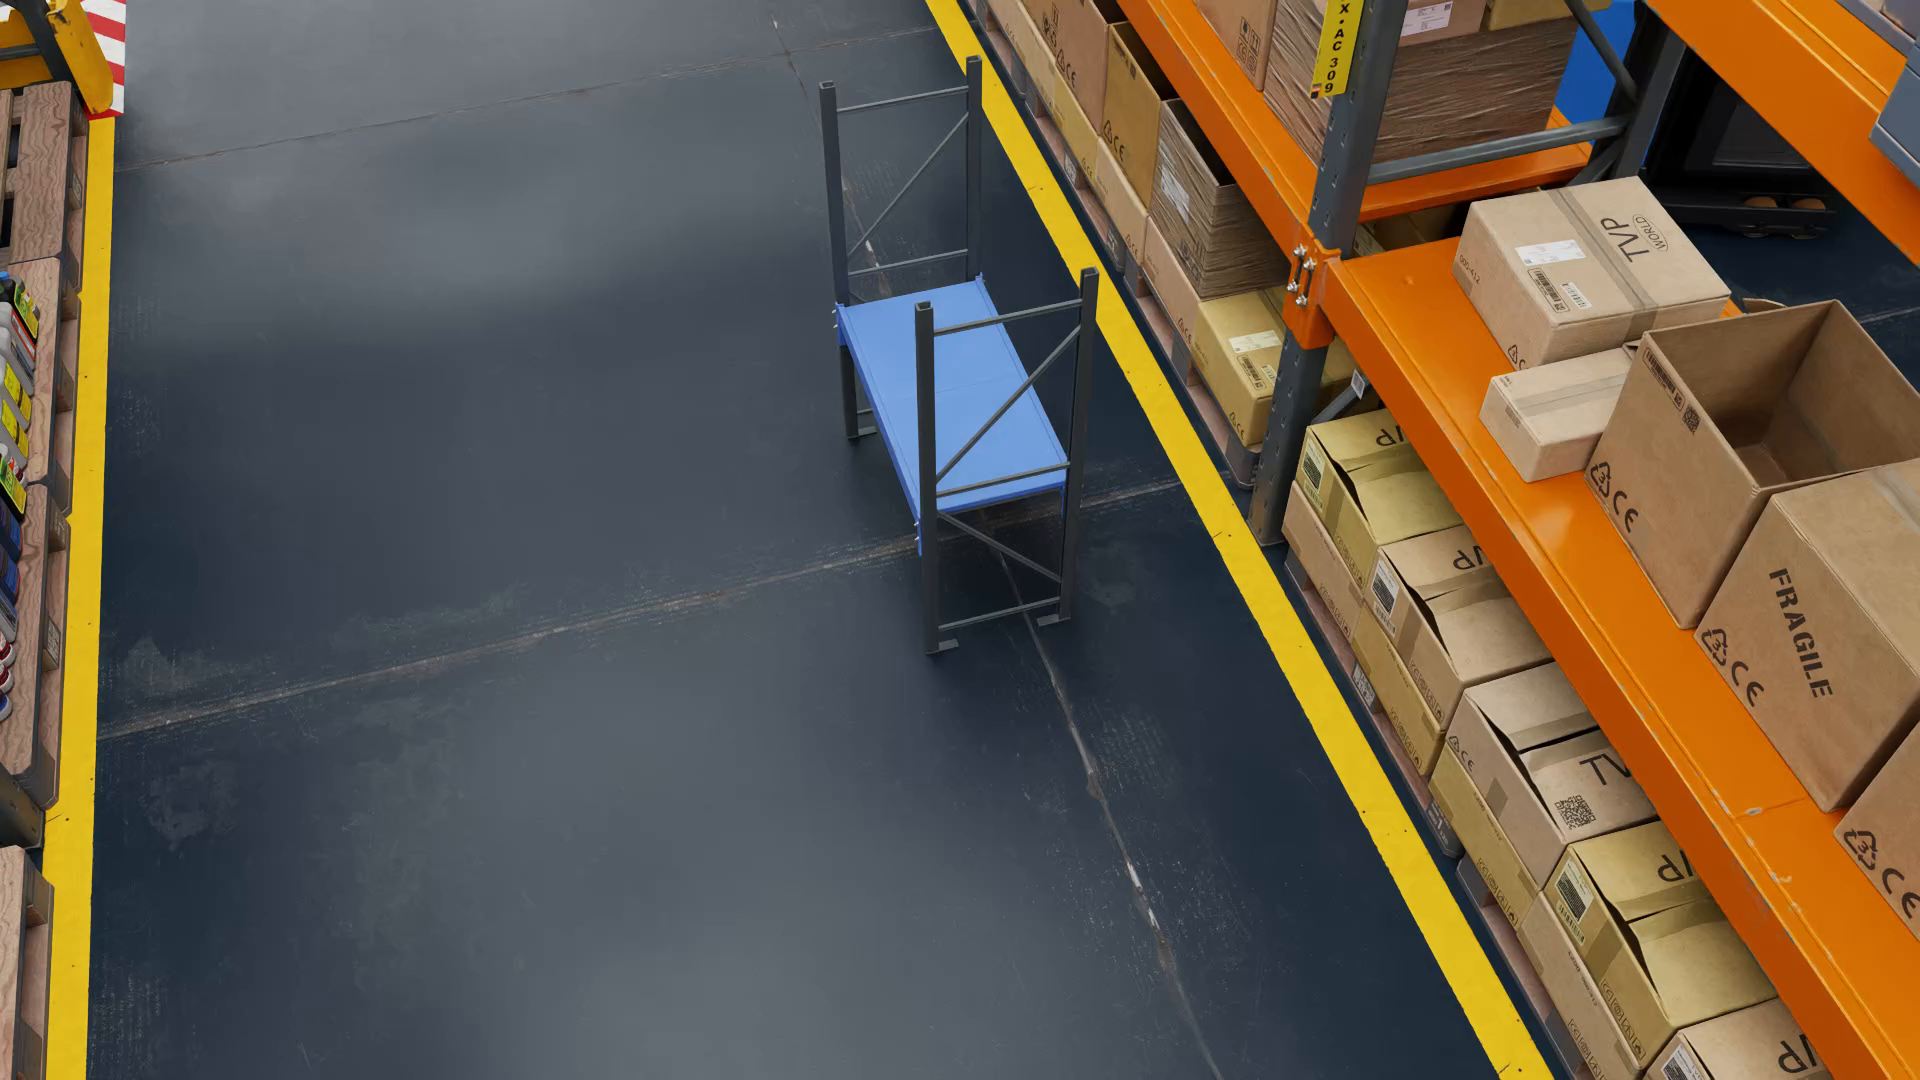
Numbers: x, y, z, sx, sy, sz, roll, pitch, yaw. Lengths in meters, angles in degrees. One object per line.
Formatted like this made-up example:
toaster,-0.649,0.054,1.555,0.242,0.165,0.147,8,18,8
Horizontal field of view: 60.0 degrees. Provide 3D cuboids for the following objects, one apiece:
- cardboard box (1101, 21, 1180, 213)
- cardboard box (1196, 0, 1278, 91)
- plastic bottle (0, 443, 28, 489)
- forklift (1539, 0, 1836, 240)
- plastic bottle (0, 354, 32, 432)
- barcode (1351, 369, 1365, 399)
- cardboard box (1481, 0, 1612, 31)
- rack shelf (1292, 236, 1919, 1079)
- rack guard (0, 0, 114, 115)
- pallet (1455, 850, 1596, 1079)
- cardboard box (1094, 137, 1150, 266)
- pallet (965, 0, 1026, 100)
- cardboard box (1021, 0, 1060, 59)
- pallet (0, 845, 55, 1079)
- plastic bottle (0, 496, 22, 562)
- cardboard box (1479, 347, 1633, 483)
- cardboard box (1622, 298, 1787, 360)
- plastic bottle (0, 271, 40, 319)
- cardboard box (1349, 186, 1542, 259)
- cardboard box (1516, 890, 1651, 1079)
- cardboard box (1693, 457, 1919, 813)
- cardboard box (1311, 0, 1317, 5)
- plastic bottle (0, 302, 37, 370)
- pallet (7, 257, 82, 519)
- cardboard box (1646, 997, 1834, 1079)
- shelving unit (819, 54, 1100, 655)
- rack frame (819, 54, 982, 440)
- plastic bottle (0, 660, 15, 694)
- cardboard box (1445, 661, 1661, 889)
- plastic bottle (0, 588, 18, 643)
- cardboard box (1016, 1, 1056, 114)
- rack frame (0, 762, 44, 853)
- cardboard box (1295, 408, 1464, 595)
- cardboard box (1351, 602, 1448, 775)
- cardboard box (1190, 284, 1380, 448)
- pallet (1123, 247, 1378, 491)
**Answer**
cardboard box,0.859,-1.606,6.175,0.500,0.500,0.500,-13,51,-11
cardboard box,1.194,-1.832,5.268,0.700,0.500,0.500,-14,51,-11
plastic bottle,-3.199,-0.250,5.541,0.097,0.201,0.097,0,50,0
forklift,3.190,-2.592,6.018,3.031,2.935,1.130,3,50,2
plastic bottle,-3.318,-0.532,5.682,0.144,0.351,0.185,-11,51,-9
barcode,1.171,-0.459,4.894,0.001,0.075,0.075,-13,51,-11
cardboard box,1.599,-1.575,4.626,0.380,0.149,0.250,-13,51,-11
rack shelf,2.085,0.599,3.754,1.077,0.370,4.000,-13,51,-11
rack guard,-4.355,-2.047,7.149,1.175,0.500,0.348,-13,51,-11
pallet,2.113,1.227,4.578,1.003,0.211,1.213,-13,51,-11
cardboard box,0.847,-1.361,6.460,0.500,0.250,0.500,-13,51,-11
pallet,0.577,-2.567,7.776,1.003,0.211,1.213,-13,51,-11
cardboard box,0.566,-2.337,6.792,0.500,0.500,0.500,-13,51,-11
pallet,-2.970,1.487,4.358,1.003,0.211,1.213,-13,51,-11
plastic bottle,-3.138,-0.086,5.305,0.144,0.351,0.185,-15,52,-13
cardboard box,1.560,-0.319,4.222,0.380,0.149,0.250,-13,51,-11
cardboard box,1.929,-0.450,4.255,0.396,0.266,0.258,-14,51,-12
plastic bottle,-3.461,-0.896,6.086,0.097,0.201,0.097,0,50,0
cardboard box,1.655,-0.994,5.659,0.500,0.500,0.500,-13,51,-11
cardboard box,1.831,1.131,4.359,0.500,0.250,0.500,-12,51,-10
cardboard box,2.009,0.189,3.563,0.500,0.500,0.500,-13,51,-11
cardboard box,1.137,-1.666,4.703,0.380,0.149,0.250,-14,51,-12
plastic bottle,-3.412,-0.729,5.897,0.152,0.276,0.135,-13,51,-11
pallet,-3.763,-0.470,6.008,1.003,0.211,1.213,-13,51,-11
cardboard box,1.980,1.324,3.829,0.500,0.311,0.500,-14,51,-11
shelving unit,-0.025,-0.546,5.229,0.538,1.500,1.048,-13,51,-11
rack frame,-0.176,-0.917,5.542,0.500,1.500,0.032,-13,51,-11
plastic bottle,-2.945,0.378,5.012,0.097,0.201,0.097,0,50,0
cardboard box,1.675,0.579,4.457,0.500,0.311,0.500,-15,51,-12
plastic bottle,-3.037,0.198,5.115,0.152,0.276,0.135,-12,51,-10
cardboard box,0.555,-2.093,7.076,0.500,0.250,0.500,-13,51,-11
rack frame,-3.240,0.023,3.768,1.000,3.000,0.127,-13,51,-11
cardboard box,1.378,-0.166,5.085,0.500,0.311,0.500,-13,51,-11
cardboard box,1.526,0.381,4.990,0.500,0.250,0.500,-12,51,-10
cardboard box,1.147,-0.632,5.845,0.500,0.250,0.500,-13,51,-11
pallet,1.298,-0.785,6.274,1.003,0.211,1.213,-13,51,-11
